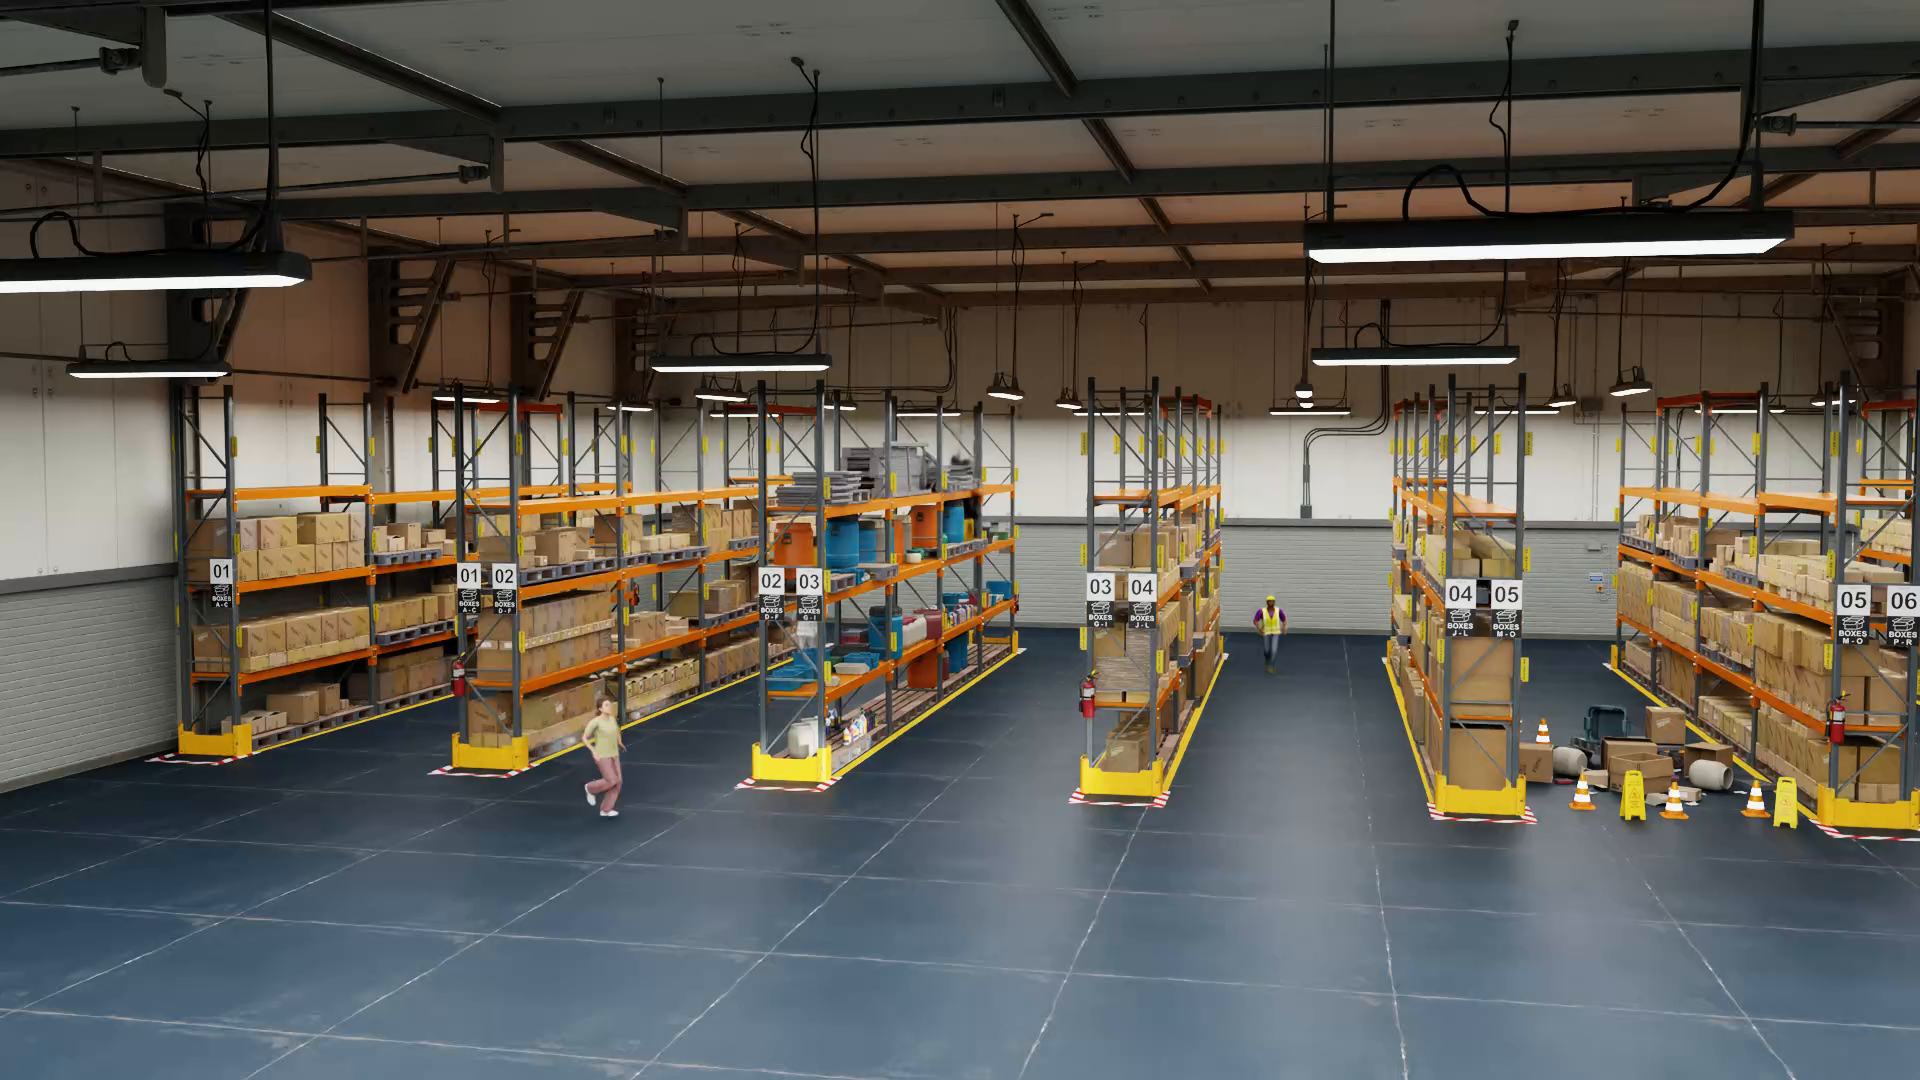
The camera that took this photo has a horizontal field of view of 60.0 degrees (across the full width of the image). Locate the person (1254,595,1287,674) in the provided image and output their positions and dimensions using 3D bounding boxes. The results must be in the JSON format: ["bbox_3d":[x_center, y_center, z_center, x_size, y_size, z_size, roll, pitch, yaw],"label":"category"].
[{"bbox_3d":[6.896,2.092,36.951,0.727,1.729,0.613,0,3,4],"label":"person"}]

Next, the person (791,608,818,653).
[{"bbox_3d":[-3.120,1.950,33.778,0.678,1.746,0.570,0,3,5],"label":"person"}]

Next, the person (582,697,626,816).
[{"bbox_3d":[-4.804,2.939,22.548,0.558,1.620,0.594,2,4,35],"label":"person"}]

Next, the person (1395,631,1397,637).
[{"bbox_3d":[10.618,2.005,39.866,0.491,1.536,0.653,2,4,31],"label":"person"}]
